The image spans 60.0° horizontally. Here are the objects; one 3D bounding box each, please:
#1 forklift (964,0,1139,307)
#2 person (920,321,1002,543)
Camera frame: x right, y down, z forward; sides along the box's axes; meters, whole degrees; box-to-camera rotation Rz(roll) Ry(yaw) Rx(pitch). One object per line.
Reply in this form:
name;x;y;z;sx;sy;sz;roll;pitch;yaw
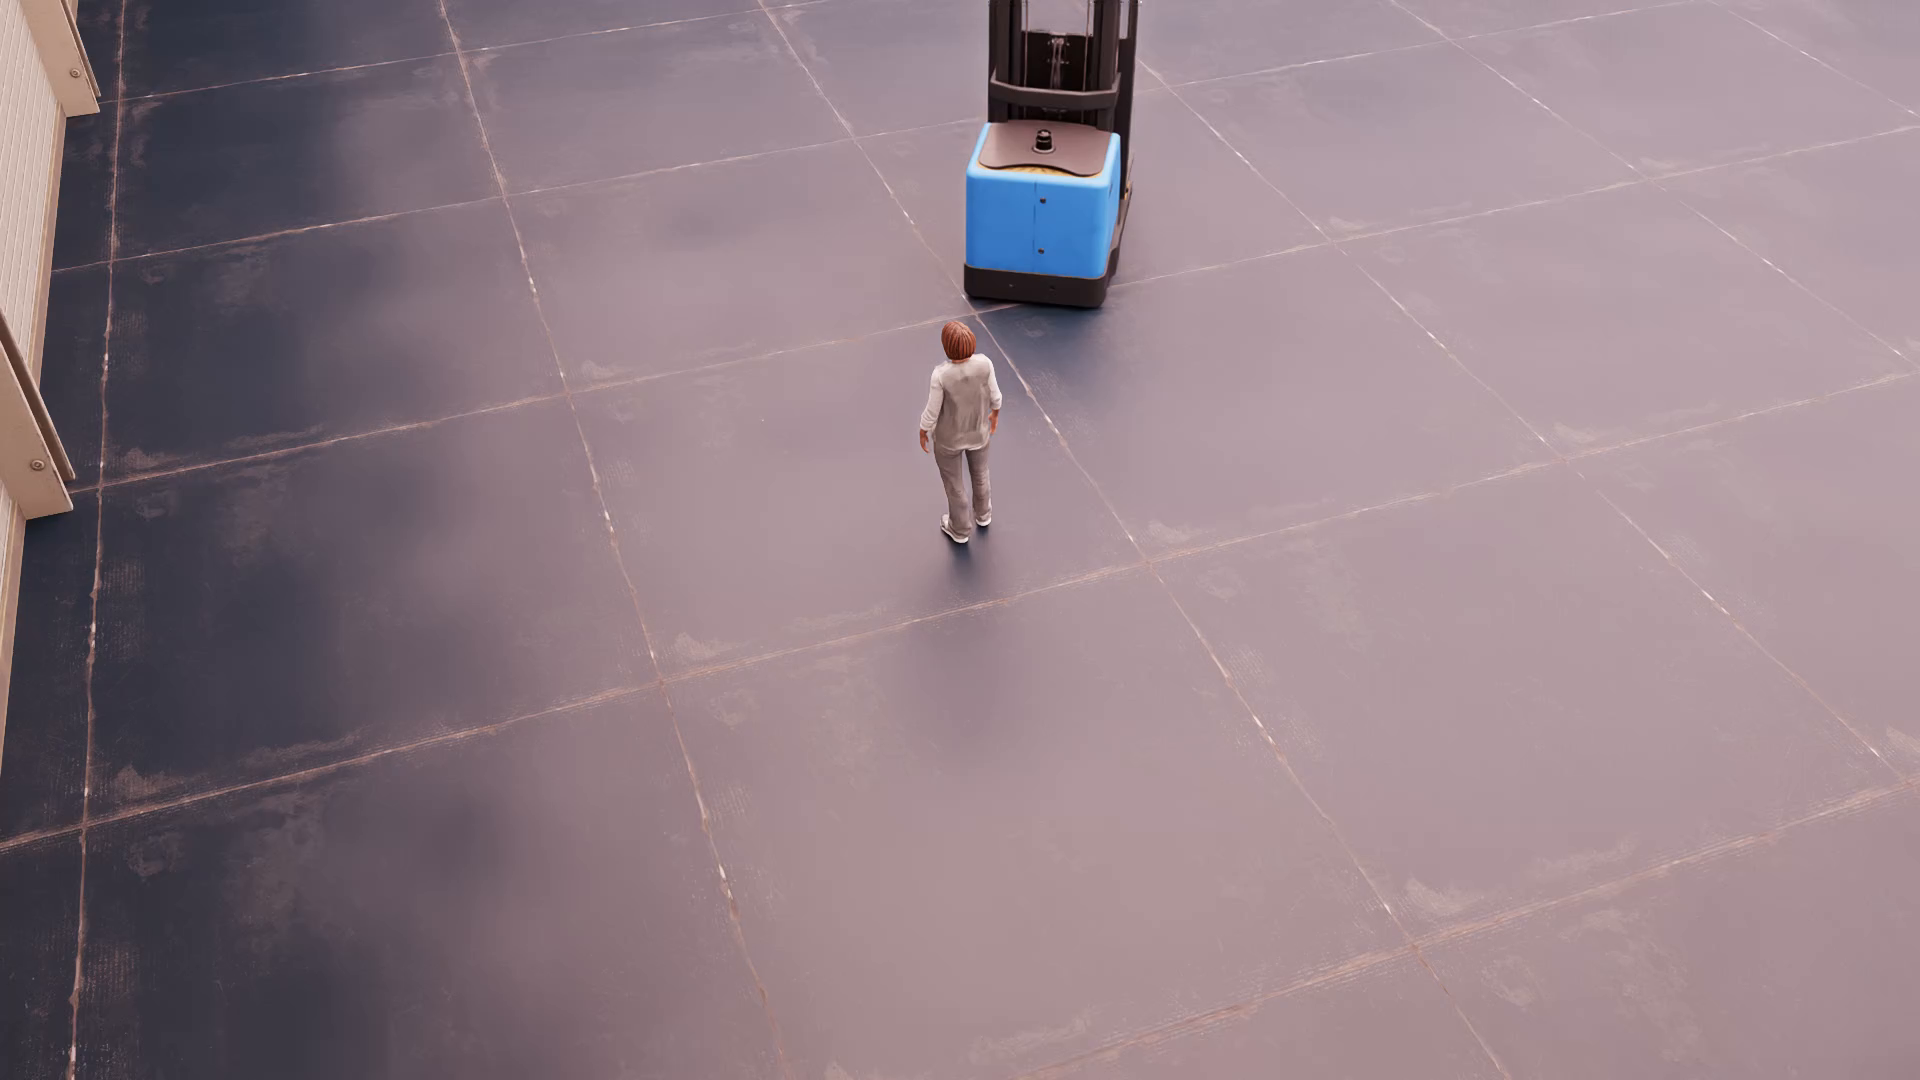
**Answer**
forklift;0.800;-3.782;12.501;1.130;2.935;3.031;7;40;8
person;-0.012;-0.666;9.815;0.520;1.599;0.473;-13;42;-15
